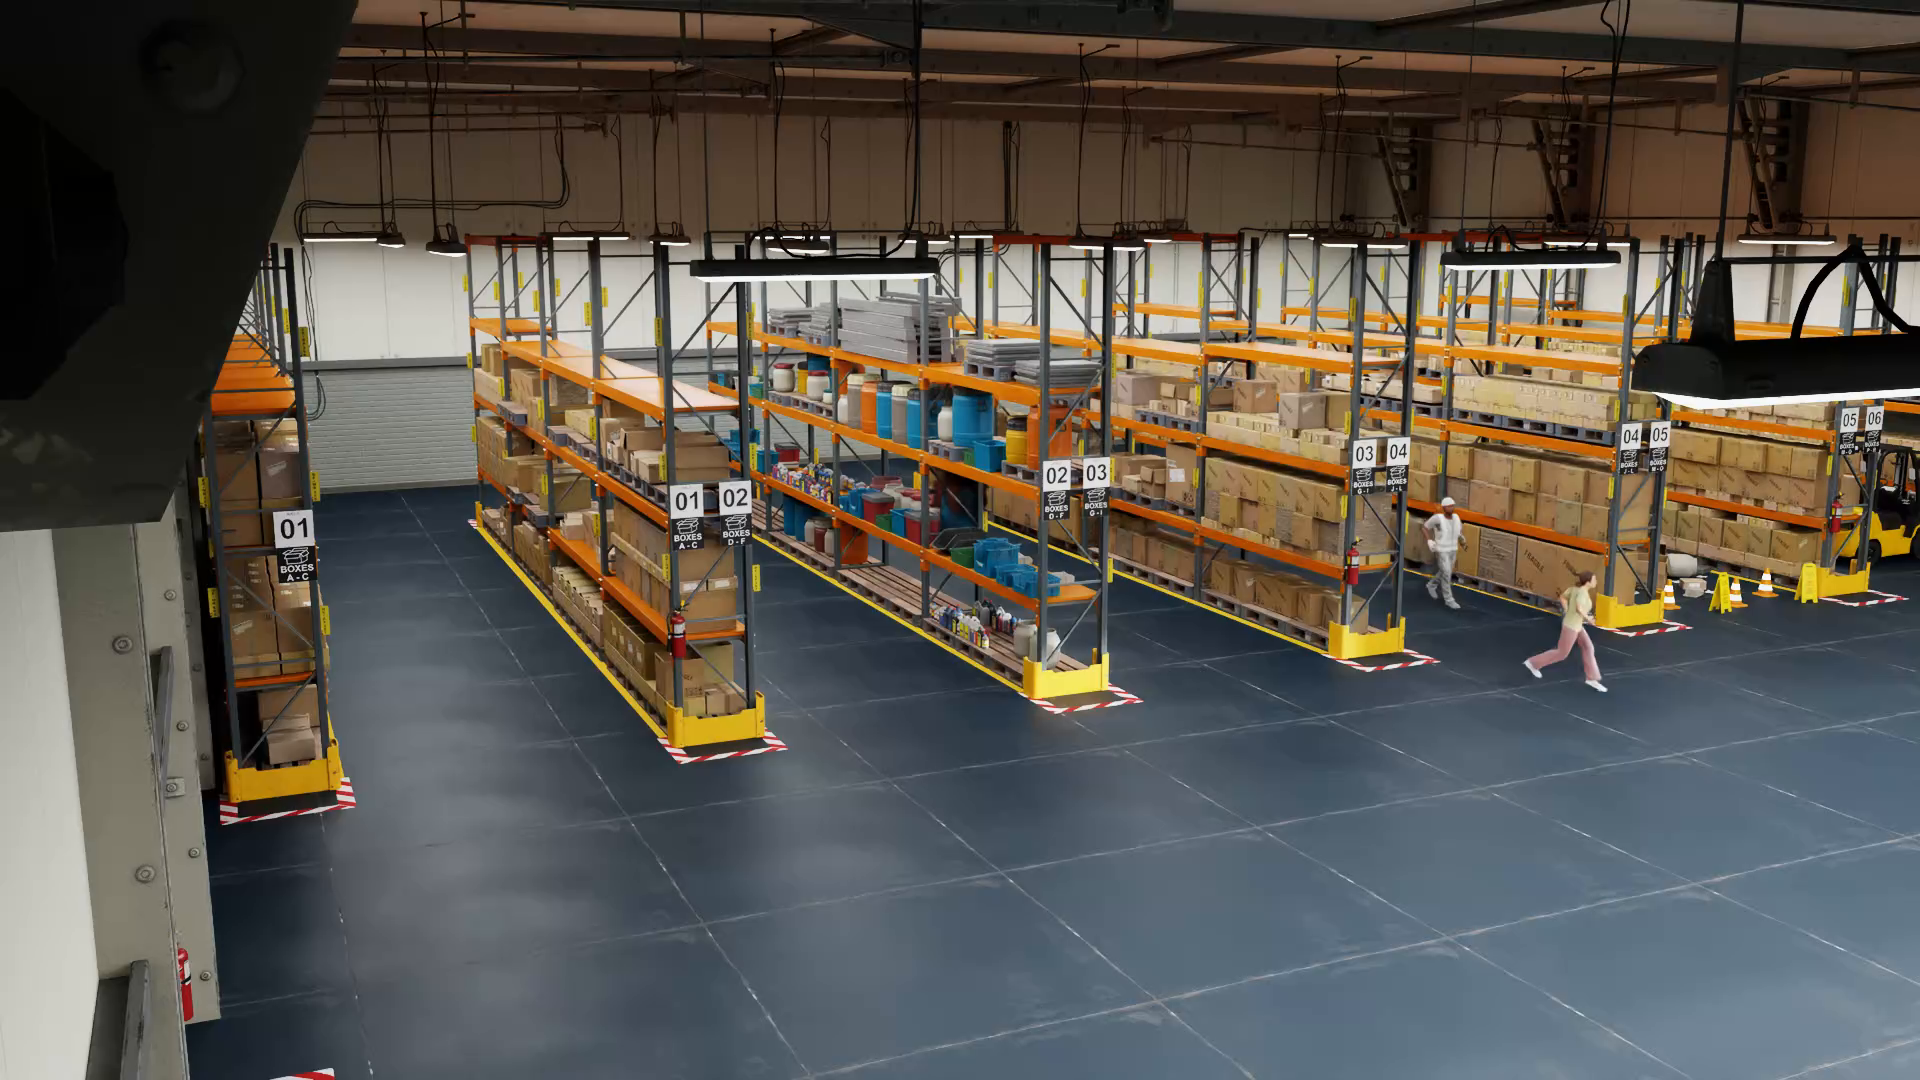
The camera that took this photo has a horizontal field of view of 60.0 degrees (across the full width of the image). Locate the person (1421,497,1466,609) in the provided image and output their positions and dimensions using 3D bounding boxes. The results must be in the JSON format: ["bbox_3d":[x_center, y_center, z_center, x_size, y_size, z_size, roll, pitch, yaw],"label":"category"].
[{"bbox_3d":[8.001,0.176,27.426,0.692,1.783,0.919,-5,12,-26],"label":"person"}]

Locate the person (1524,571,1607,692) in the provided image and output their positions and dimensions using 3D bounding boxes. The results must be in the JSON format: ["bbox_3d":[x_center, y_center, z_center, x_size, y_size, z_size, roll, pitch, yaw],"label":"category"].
[{"bbox_3d":[8.252,1.222,22.541,1.092,1.658,0.582,3,11,14],"label":"person"}]
